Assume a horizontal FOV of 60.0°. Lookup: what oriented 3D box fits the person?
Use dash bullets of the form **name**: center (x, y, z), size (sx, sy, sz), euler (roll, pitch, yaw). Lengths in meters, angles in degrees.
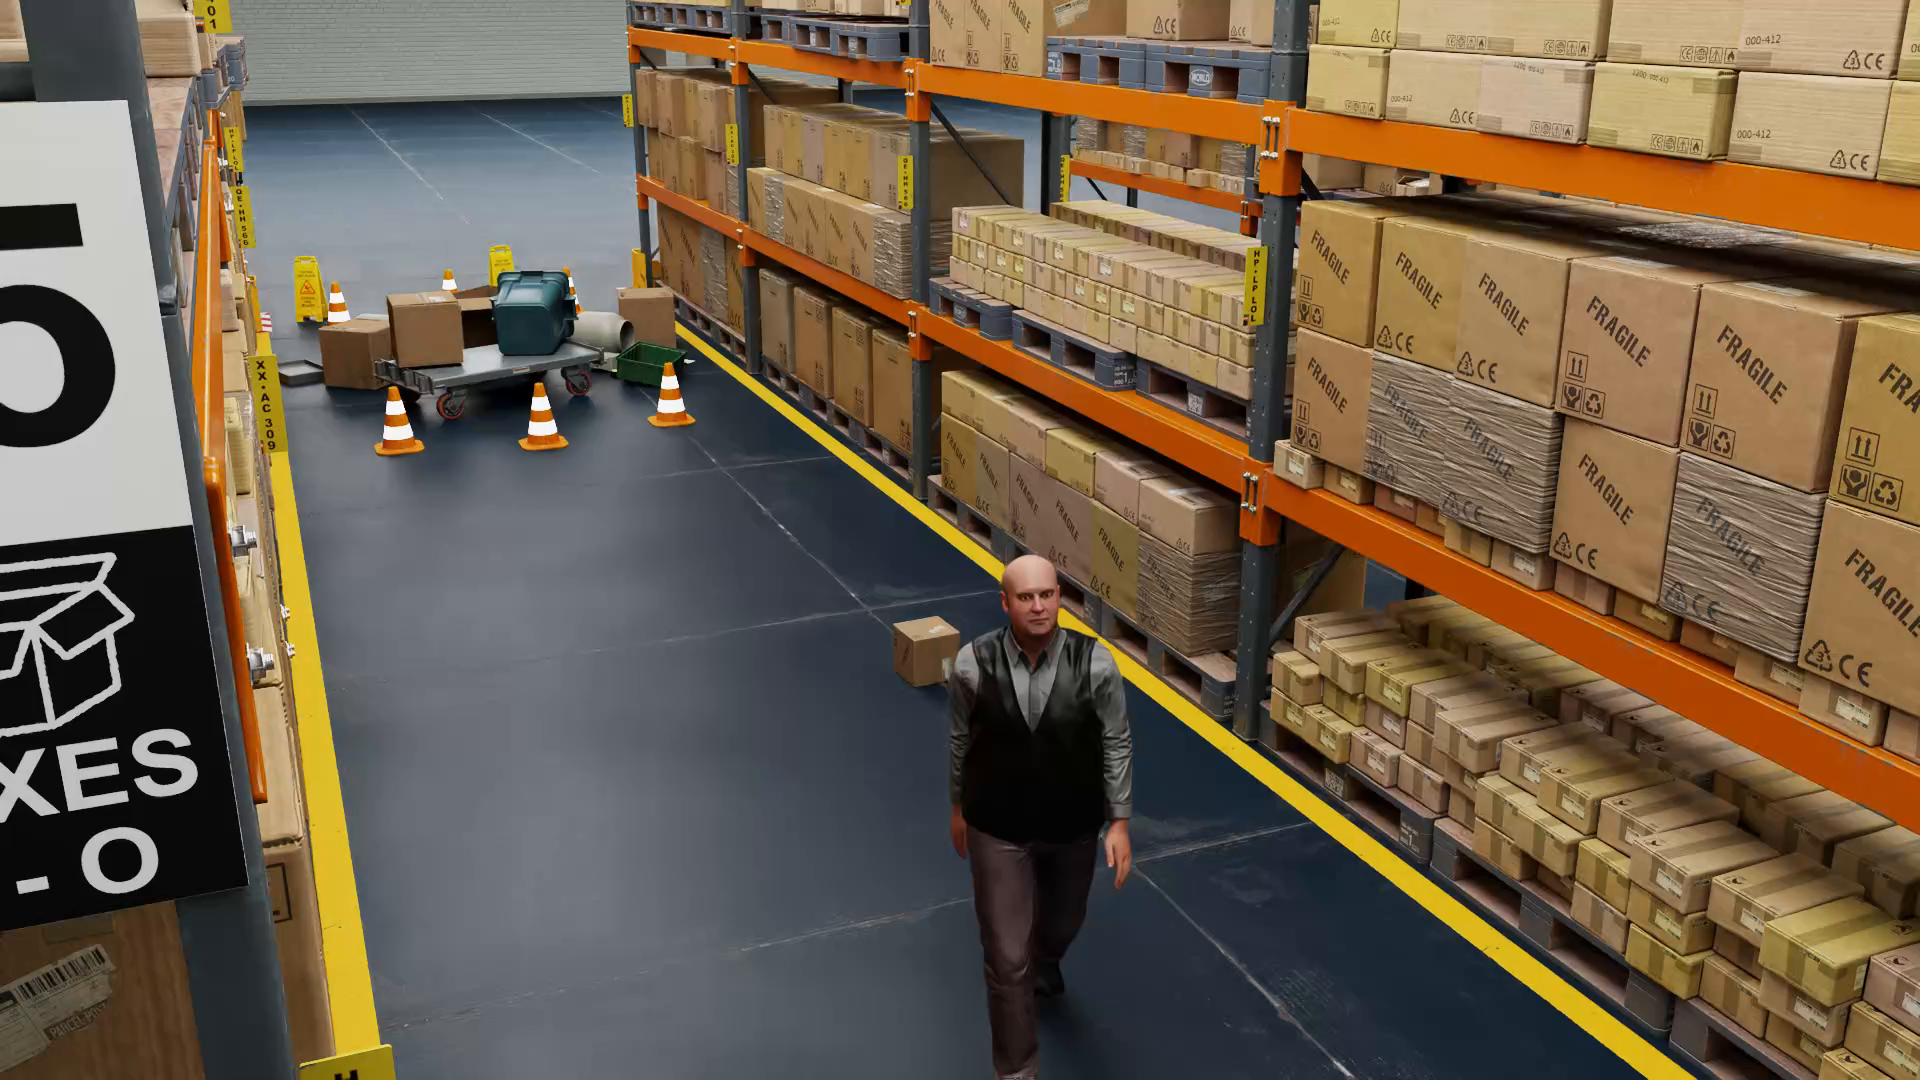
- **person**: center (0.242, 0.863, 5.057), size (0.553, 1.681, 0.988), euler (-1, 19, -1)
